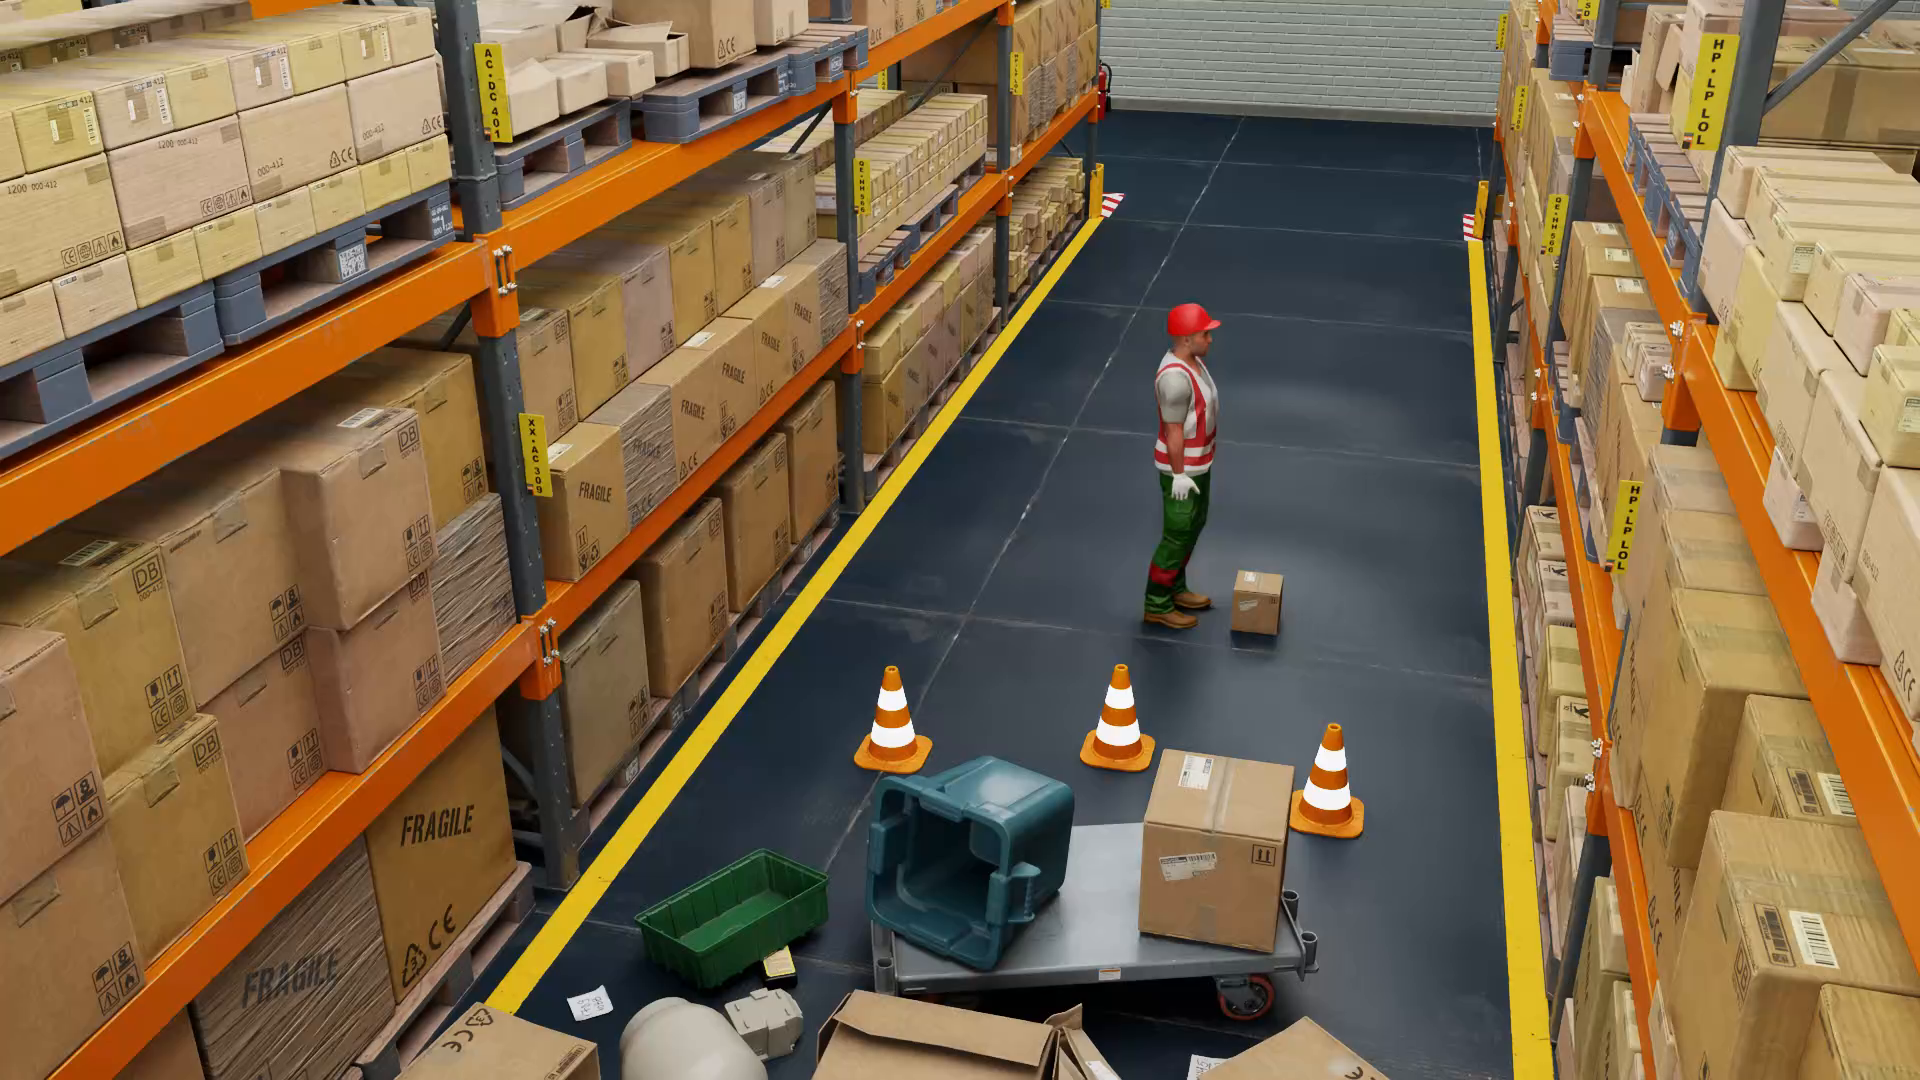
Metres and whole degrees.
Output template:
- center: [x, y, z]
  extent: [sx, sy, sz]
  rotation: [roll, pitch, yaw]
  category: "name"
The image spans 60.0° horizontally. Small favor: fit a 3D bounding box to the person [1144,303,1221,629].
- center: [1.216, -0.403, 8.953]
  extent: [0.350, 1.789, 0.524]
  rotation: [7, 26, 14]
  category: "person"
